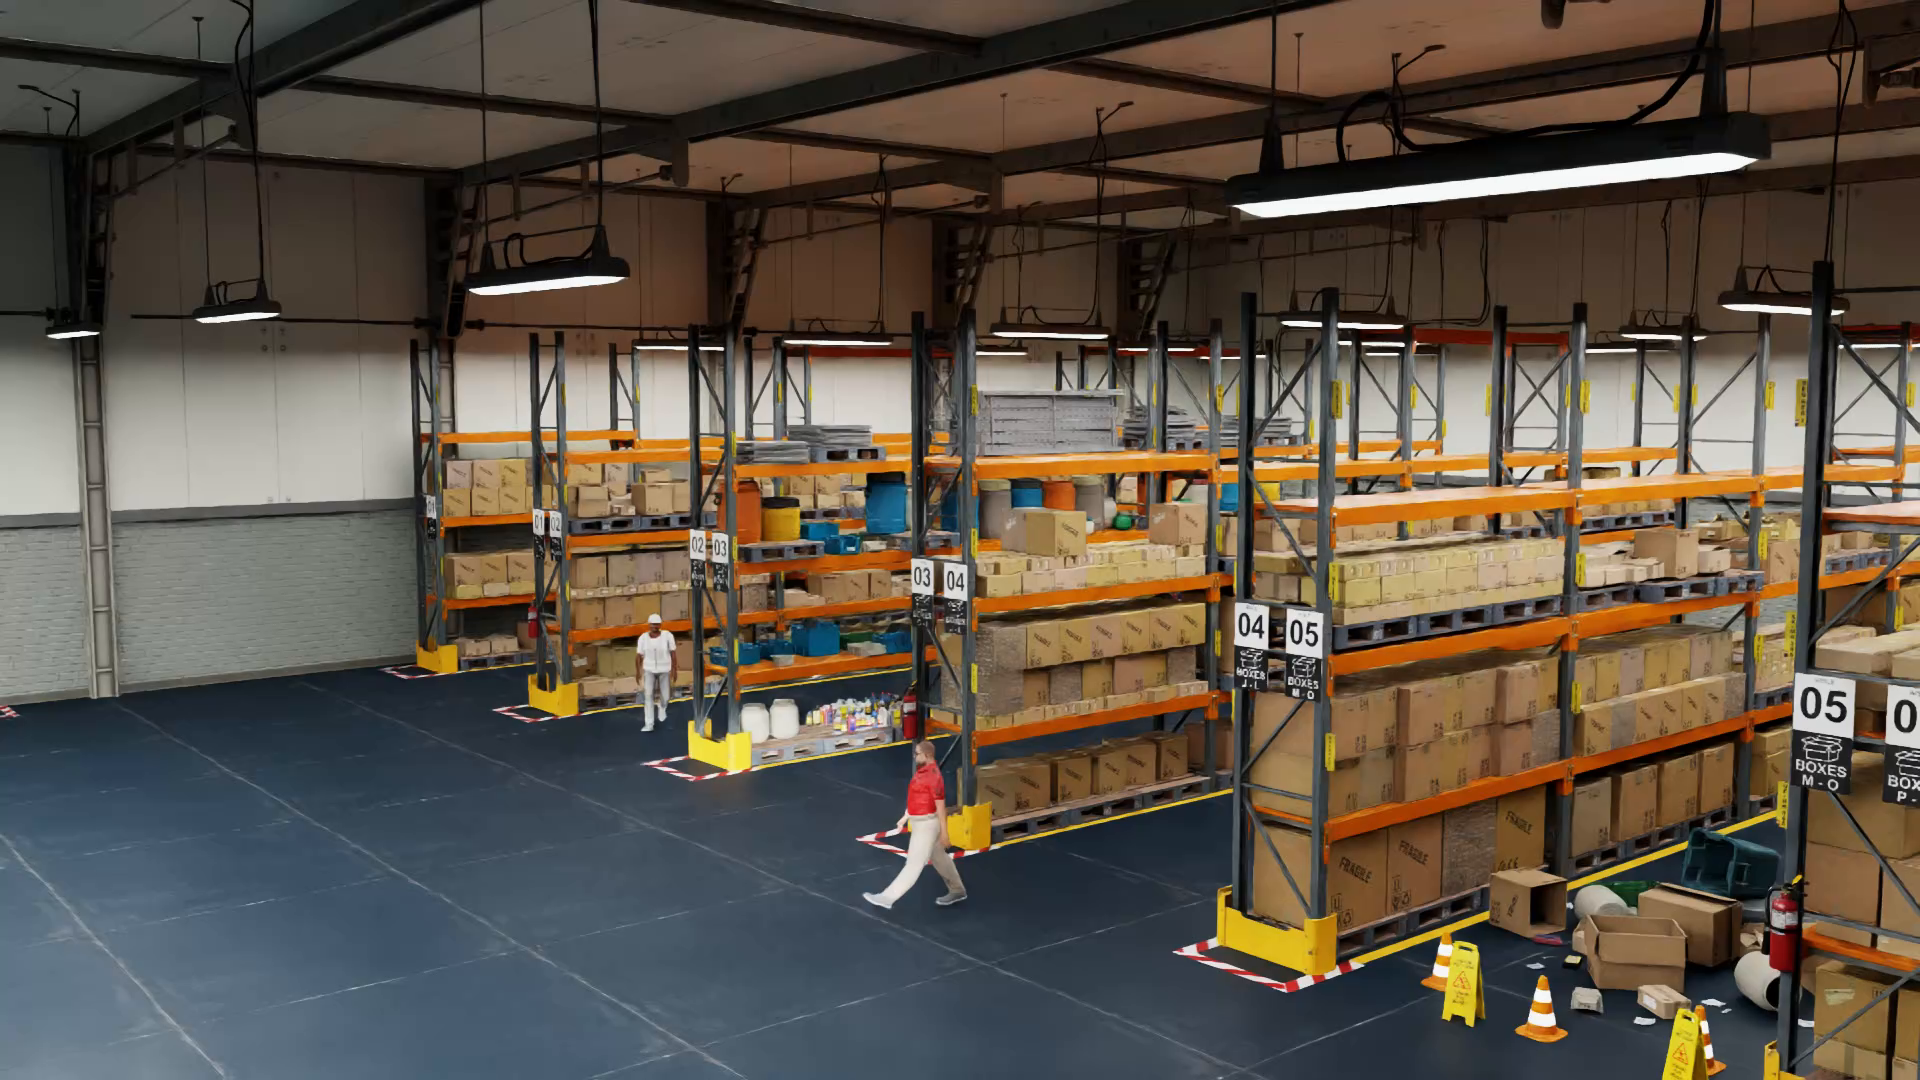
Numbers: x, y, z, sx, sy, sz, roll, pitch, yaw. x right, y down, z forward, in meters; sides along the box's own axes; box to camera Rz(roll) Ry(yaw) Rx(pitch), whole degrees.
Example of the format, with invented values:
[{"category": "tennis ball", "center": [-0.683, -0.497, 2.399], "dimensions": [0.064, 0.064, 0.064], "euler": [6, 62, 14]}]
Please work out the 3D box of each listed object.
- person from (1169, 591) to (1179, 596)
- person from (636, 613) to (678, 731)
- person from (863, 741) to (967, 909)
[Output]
[{"category": "person", "center": [4.204, 1.251, 32.707], "dimensions": [1.103, 1.718, 0.667], "euler": [-4, 7, -38]}, {"category": "person", "center": [-4.577, 1.970, 25.076], "dimensions": [0.634, 1.744, 0.853], "euler": [0, 5, -4]}, {"category": "person", "center": [-0.447, 2.800, 16.379], "dimensions": [1.071, 1.664, 0.585], "euler": [-1, 5, -8]}]
